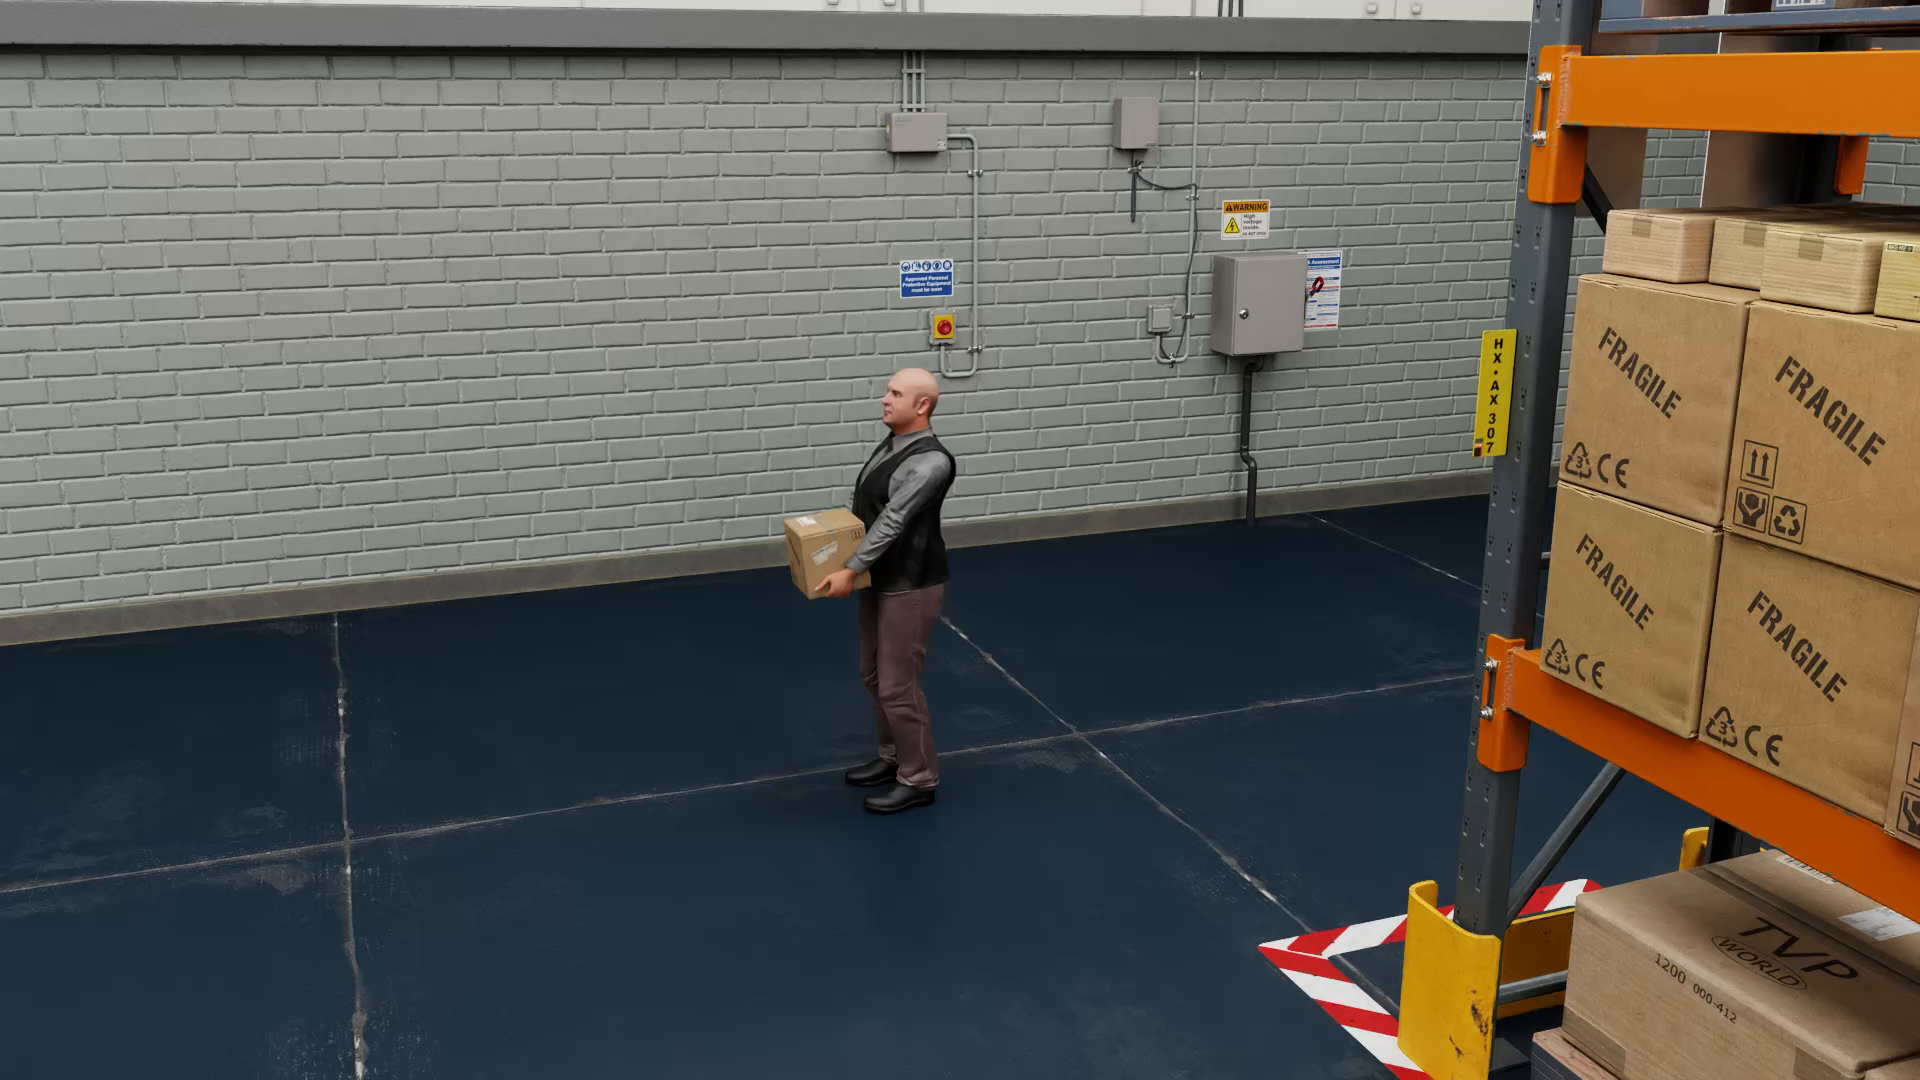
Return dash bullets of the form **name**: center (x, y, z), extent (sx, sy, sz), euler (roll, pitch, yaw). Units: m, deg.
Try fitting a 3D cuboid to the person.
- **person**: center (-0.318, 0.195, 6.385), extent (0.551, 1.711, 0.494), euler (-6, 16, -19)
